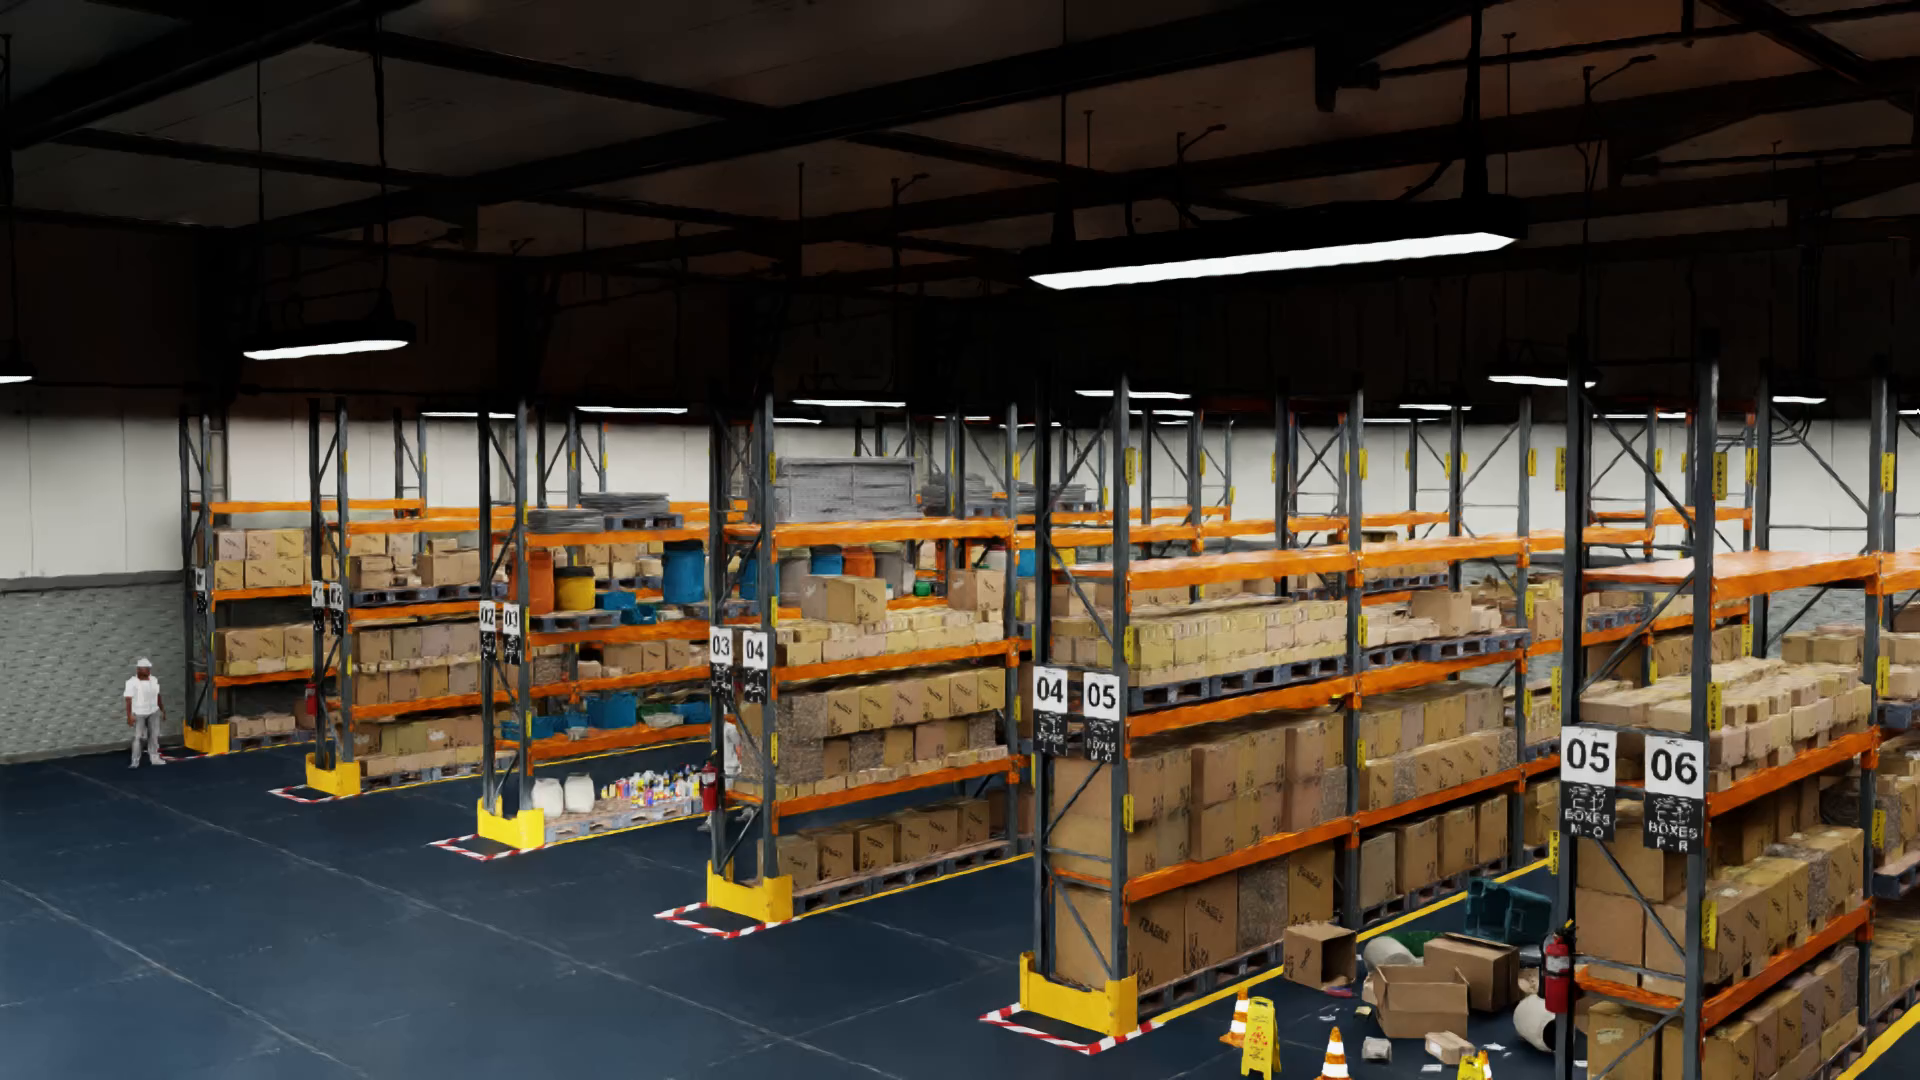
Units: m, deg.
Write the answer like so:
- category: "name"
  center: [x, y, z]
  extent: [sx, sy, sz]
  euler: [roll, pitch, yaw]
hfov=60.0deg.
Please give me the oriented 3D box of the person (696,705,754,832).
- category: "person"
  center: [-3.256, 3.093, 22.814]
  extent: [1.123, 1.709, 0.553]
  euler: [-3, 4, -44]

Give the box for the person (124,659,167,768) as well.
- category: "person"
  center: [-13.343, 2.826, 27.276]
  extent: [0.389, 1.766, 0.665]
  euler: [2, 4, 33]

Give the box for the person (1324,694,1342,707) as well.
- category: "person"
  center: [5.577, 3.023, 24.538]
  extent: [0.719, 1.714, 0.578]
  euler: [3, 4, 42]
